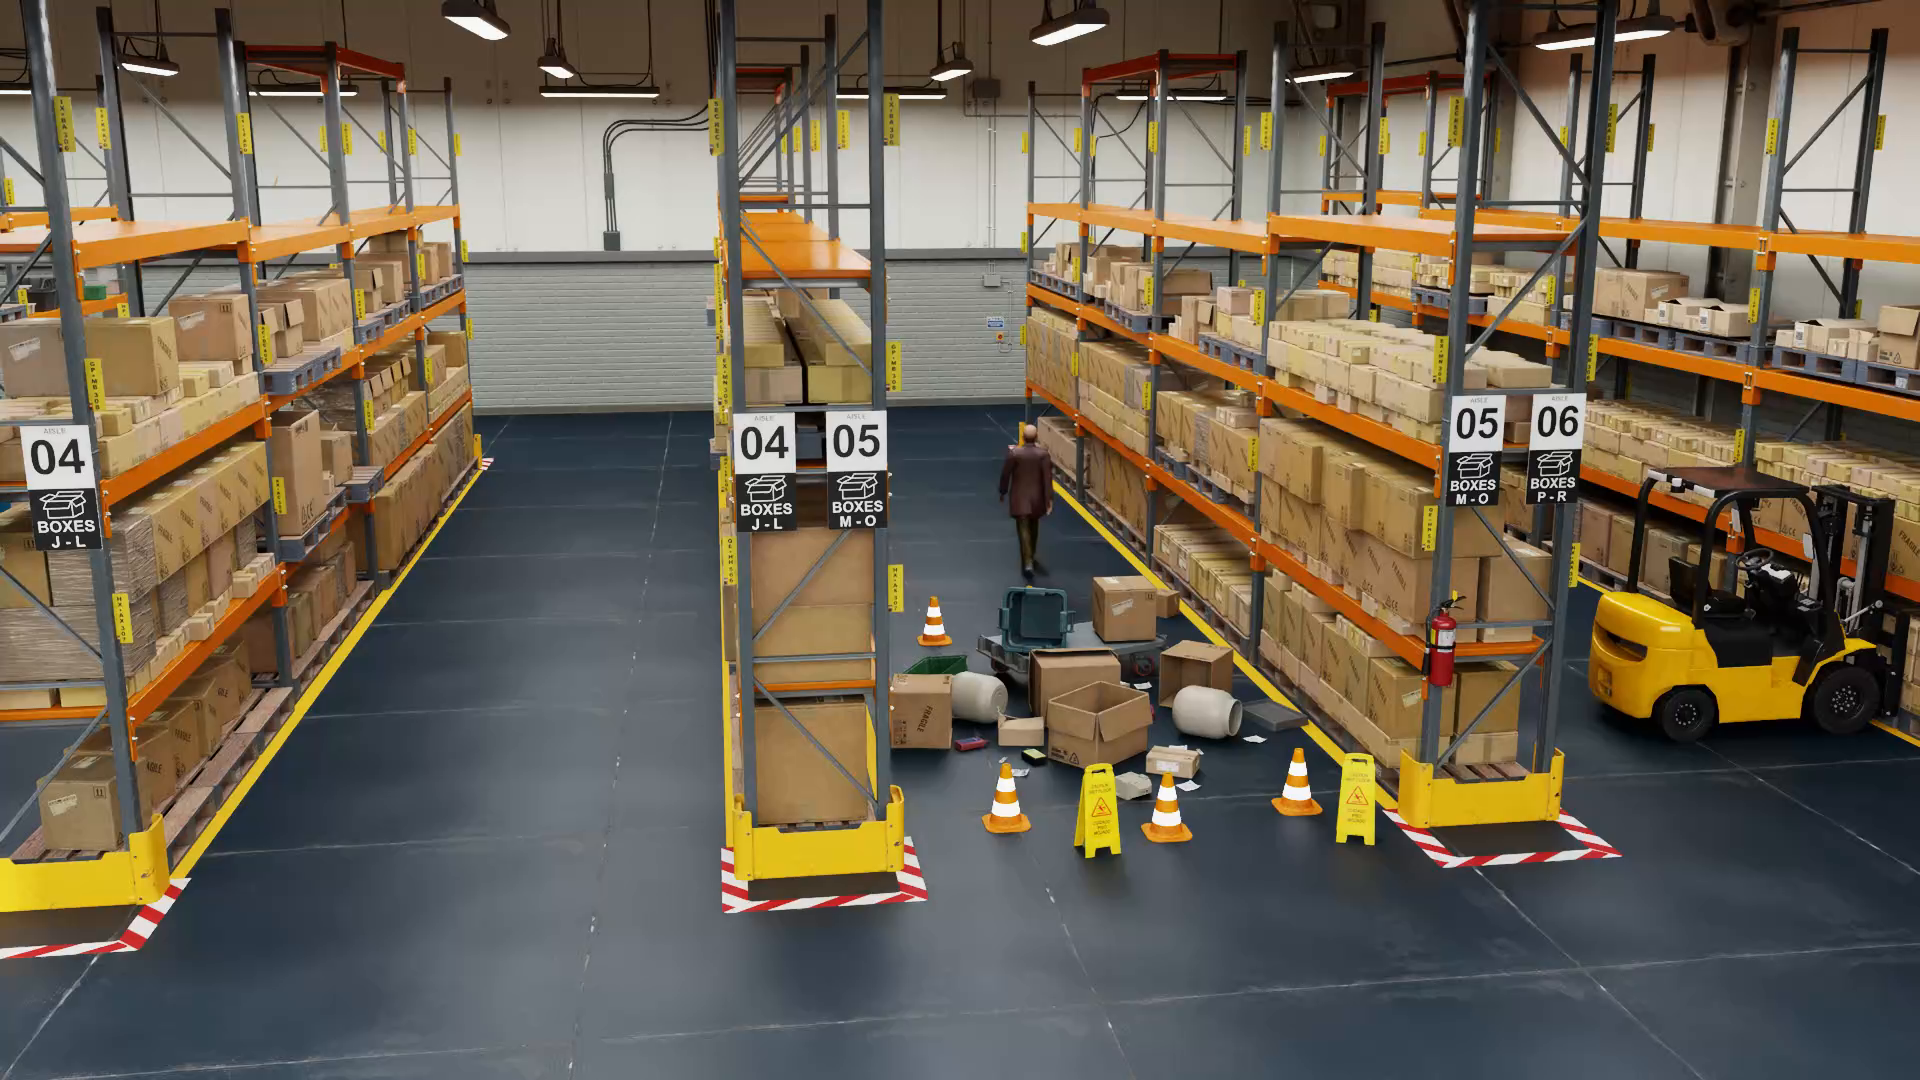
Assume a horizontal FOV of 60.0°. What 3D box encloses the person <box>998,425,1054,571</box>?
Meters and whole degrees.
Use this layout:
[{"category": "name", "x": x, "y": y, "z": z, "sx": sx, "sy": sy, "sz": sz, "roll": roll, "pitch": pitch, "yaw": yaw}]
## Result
[{"category": "person", "x": 0.779, "y": -0.532, "z": 19.826, "sx": 0.617, "sy": 1.726, "sz": 1.124, "roll": -2, "pitch": 13, "yaw": -7}]
